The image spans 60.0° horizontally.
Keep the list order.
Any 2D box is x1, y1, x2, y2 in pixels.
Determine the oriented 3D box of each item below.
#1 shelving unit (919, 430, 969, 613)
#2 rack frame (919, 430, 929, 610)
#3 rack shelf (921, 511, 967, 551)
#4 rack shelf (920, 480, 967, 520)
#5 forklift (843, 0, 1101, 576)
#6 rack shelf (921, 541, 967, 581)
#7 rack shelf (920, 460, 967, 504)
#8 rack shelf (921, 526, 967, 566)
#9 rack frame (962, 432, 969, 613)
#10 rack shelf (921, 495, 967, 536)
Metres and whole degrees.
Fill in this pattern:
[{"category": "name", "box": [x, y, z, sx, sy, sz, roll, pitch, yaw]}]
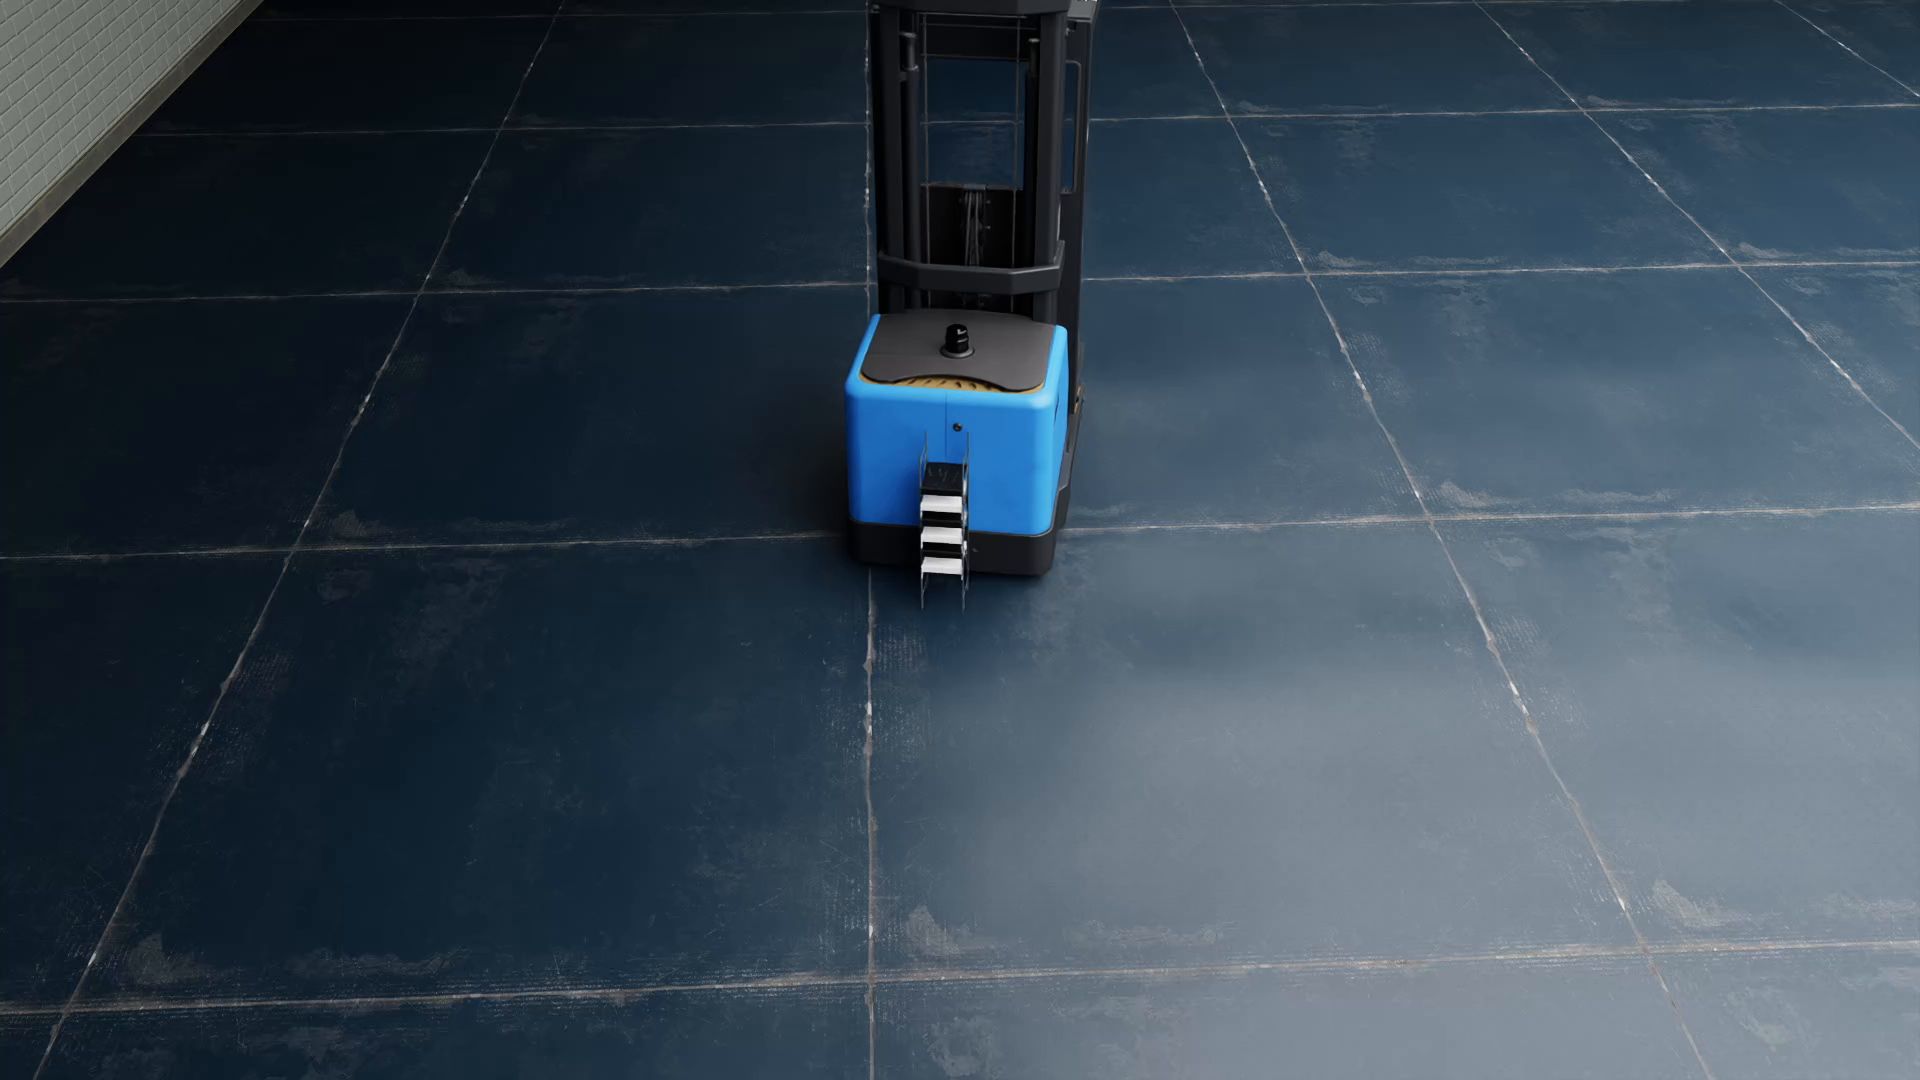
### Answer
[{"category": "shelving unit", "box": [-0.075, -0.082, 8.078, 0.210, 0.900, 0.258, 4, 35, 5]}, {"category": "rack frame", "box": [-0.176, -0.089, 8.087, 0.006, 0.900, 0.240, 4, 35, 5]}, {"category": "rack shelf", "box": [-0.075, -0.055, 8.097, 0.200, 0.077, 0.258, 4, 35, 5]}, {"category": "rack shelf", "box": [-0.075, -0.203, 7.994, 0.200, 0.077, 0.258, 4, 35, 5]}, {"category": "forklift", "box": [0.137, -1.853, 8.853, 1.130, 2.935, 3.031, 4, 35, 6]}, {"category": "rack shelf", "box": [-0.075, 0.093, 8.199, 0.200, 0.077, 0.258, 4, 35, 5]}, {"category": "rack shelf", "box": [-0.075, -0.277, 7.943, 0.200, 0.077, 0.258, 4, 35, 5]}, {"category": "rack shelf", "box": [-0.075, 0.019, 8.148, 0.200, 0.077, 0.258, 4, 35, 5]}, {"category": "rack frame", "box": [0.026, -0.075, 8.068, 0.006, 0.900, 0.240, 4, 35, 5]}, {"category": "rack shelf", "box": [-0.075, -0.129, 8.045, 0.200, 0.077, 0.258, 4, 35, 5]}]
